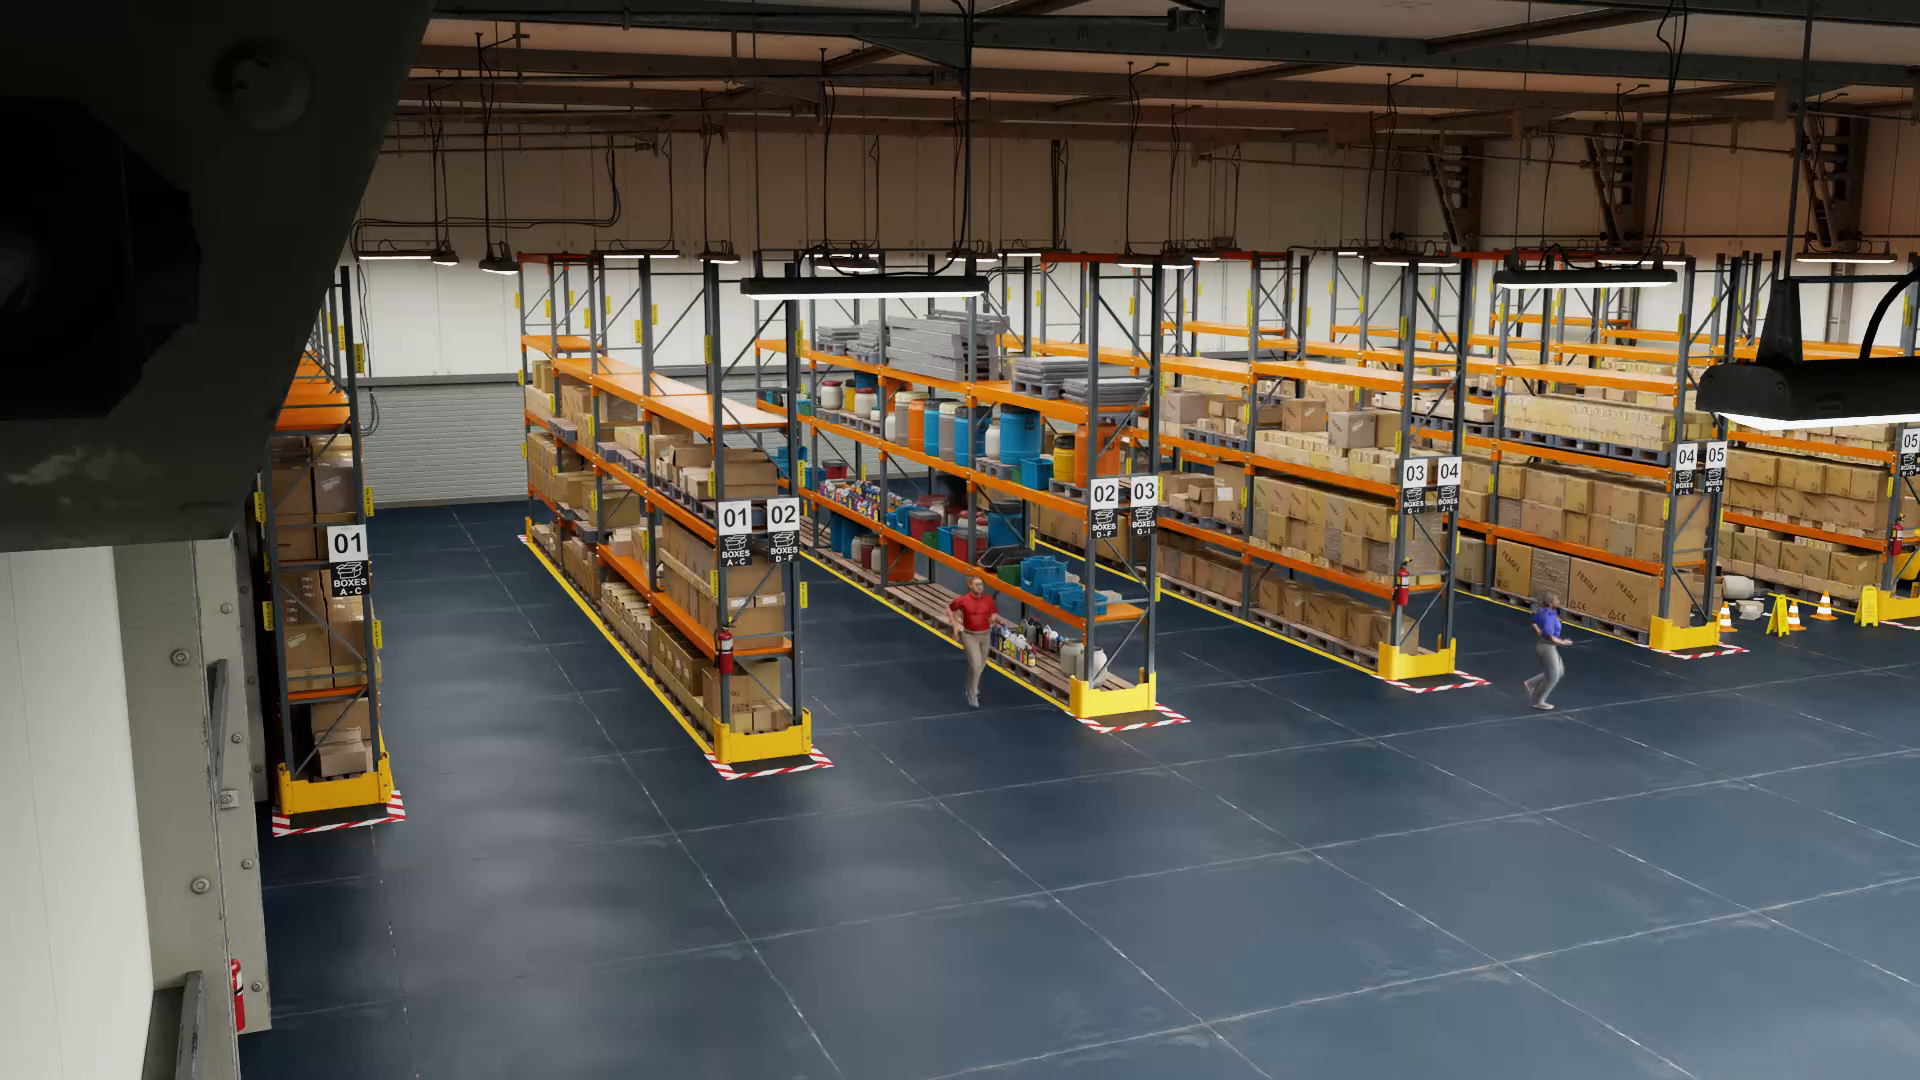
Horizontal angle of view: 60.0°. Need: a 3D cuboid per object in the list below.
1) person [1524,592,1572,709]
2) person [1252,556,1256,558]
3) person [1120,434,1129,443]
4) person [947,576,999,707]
[{"bbox_3d":[7.944,1.491,22.421,0.579,1.609,0.594,2,11,13],"label":"person"},{"bbox_3d":[5.831,-0.530,33.255,0.567,1.749,0.732,-7,12,-32],"label":"person"},{"bbox_3d":[3.917,-1.918,40.889,0.834,1.717,0.726,9,14,40],"label":"person"},{"bbox_3d":[0.220,1.387,22.751,0.631,1.796,0.768,-5,12,-27],"label":"person"}]
